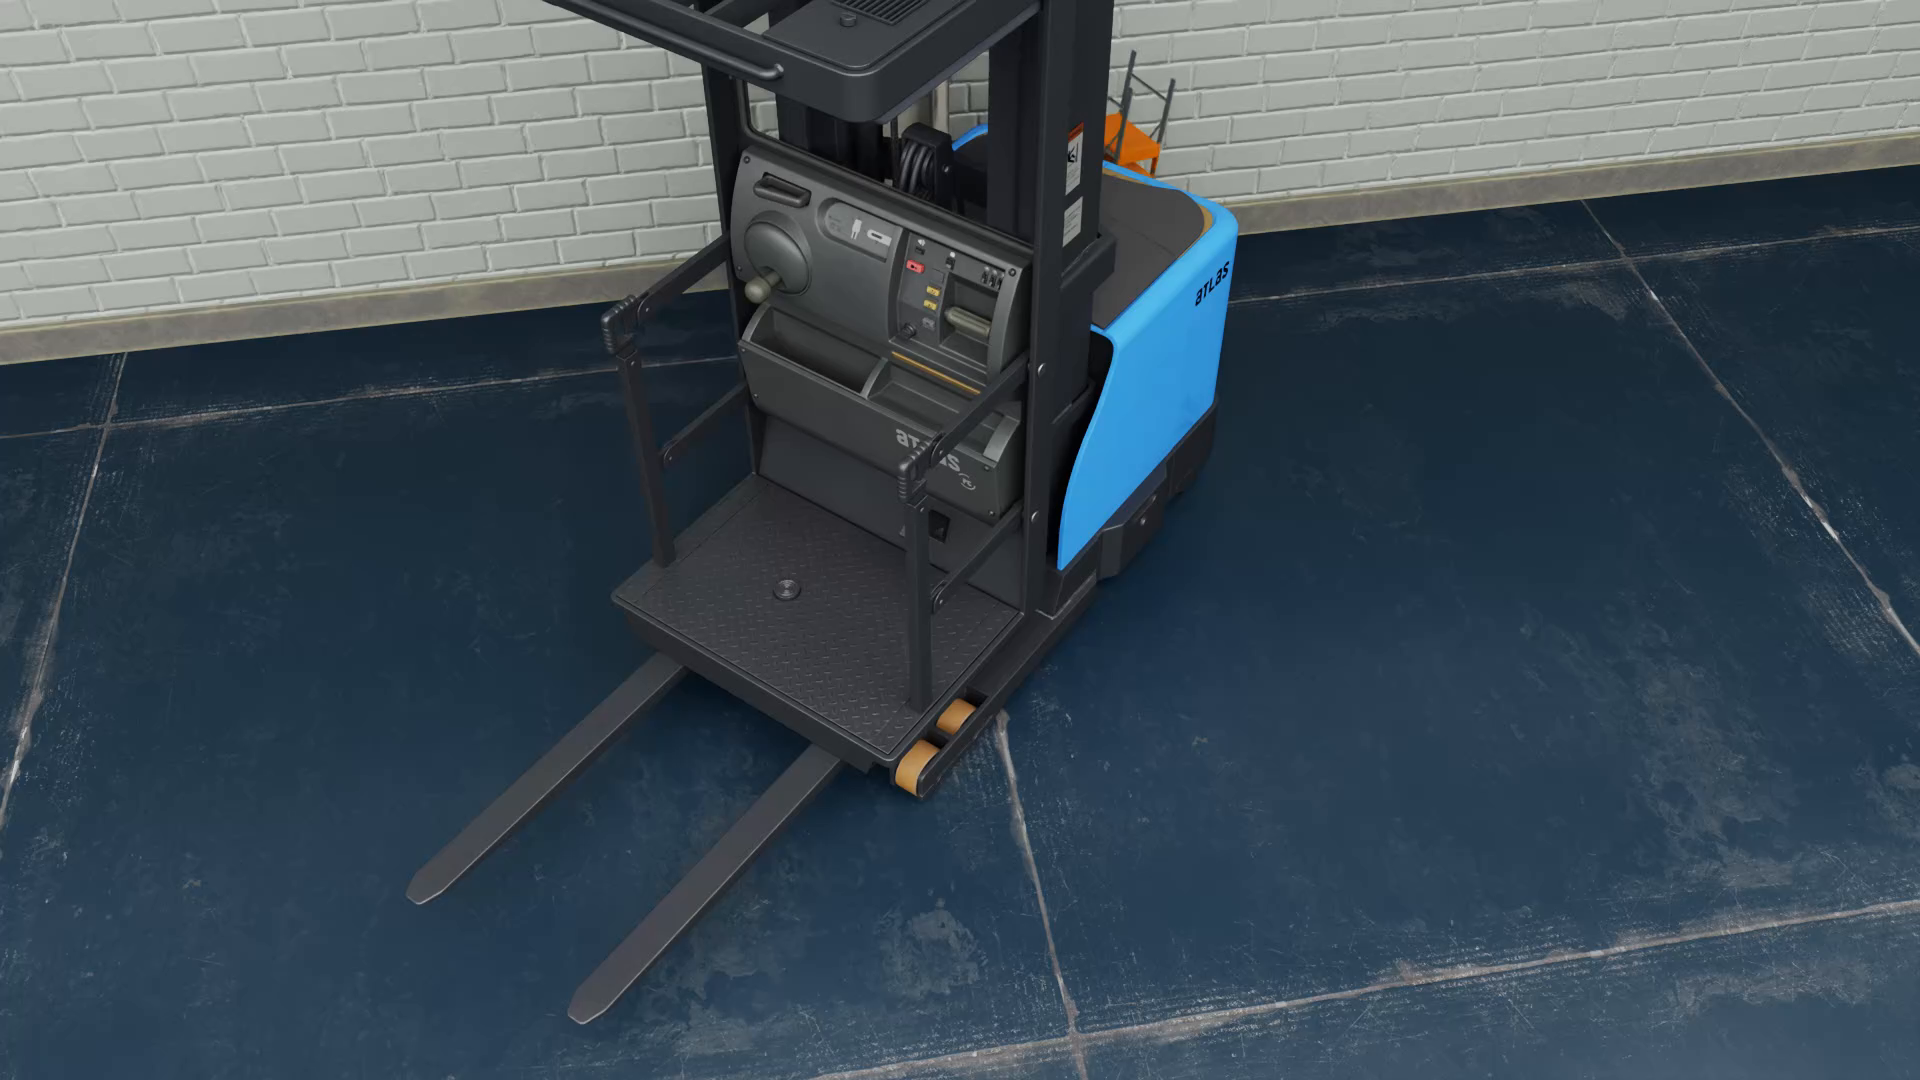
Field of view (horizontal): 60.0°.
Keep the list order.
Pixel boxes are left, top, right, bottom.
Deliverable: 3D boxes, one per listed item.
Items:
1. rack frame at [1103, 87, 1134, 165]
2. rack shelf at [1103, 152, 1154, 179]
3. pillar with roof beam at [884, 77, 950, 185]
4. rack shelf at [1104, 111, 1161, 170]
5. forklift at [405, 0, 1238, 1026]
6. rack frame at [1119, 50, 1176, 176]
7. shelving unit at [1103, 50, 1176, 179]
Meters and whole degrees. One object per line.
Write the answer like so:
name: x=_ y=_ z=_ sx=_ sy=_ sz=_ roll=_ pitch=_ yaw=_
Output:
rack frame: x=0.433 y=-1.119 z=5.966 sx=0.006 sy=1.200 sz=0.240 roll=-19 pitch=49 yaw=-28
rack shelf: x=0.533 y=-1.290 z=5.879 sx=0.180 sy=0.103 sz=0.258 roll=-19 pitch=49 yaw=-28
pillar with roof beam: x=0.477 y=-1.083 z=0.545 sx=0.400 sy=9.000 sz=9.100 roll=-7 pitch=46 yaw=-7
rack shelf: x=0.548 y=-1.379 z=5.800 sx=0.180 sy=0.103 sz=0.258 roll=-19 pitch=49 yaw=-28
forklift: x=-0.361 y=-0.650 z=4.341 sx=1.130 sy=2.935 sz=3.031 roll=27 pitch=52 yaw=24
rack frame: x=0.585 y=-1.172 z=6.053 sx=0.006 sy=1.200 sz=0.240 roll=-19 pitch=49 yaw=-28
shelving unit: x=0.509 y=-1.146 z=6.009 sx=0.189 sy=1.200 sz=0.258 roll=-19 pitch=49 yaw=-28
